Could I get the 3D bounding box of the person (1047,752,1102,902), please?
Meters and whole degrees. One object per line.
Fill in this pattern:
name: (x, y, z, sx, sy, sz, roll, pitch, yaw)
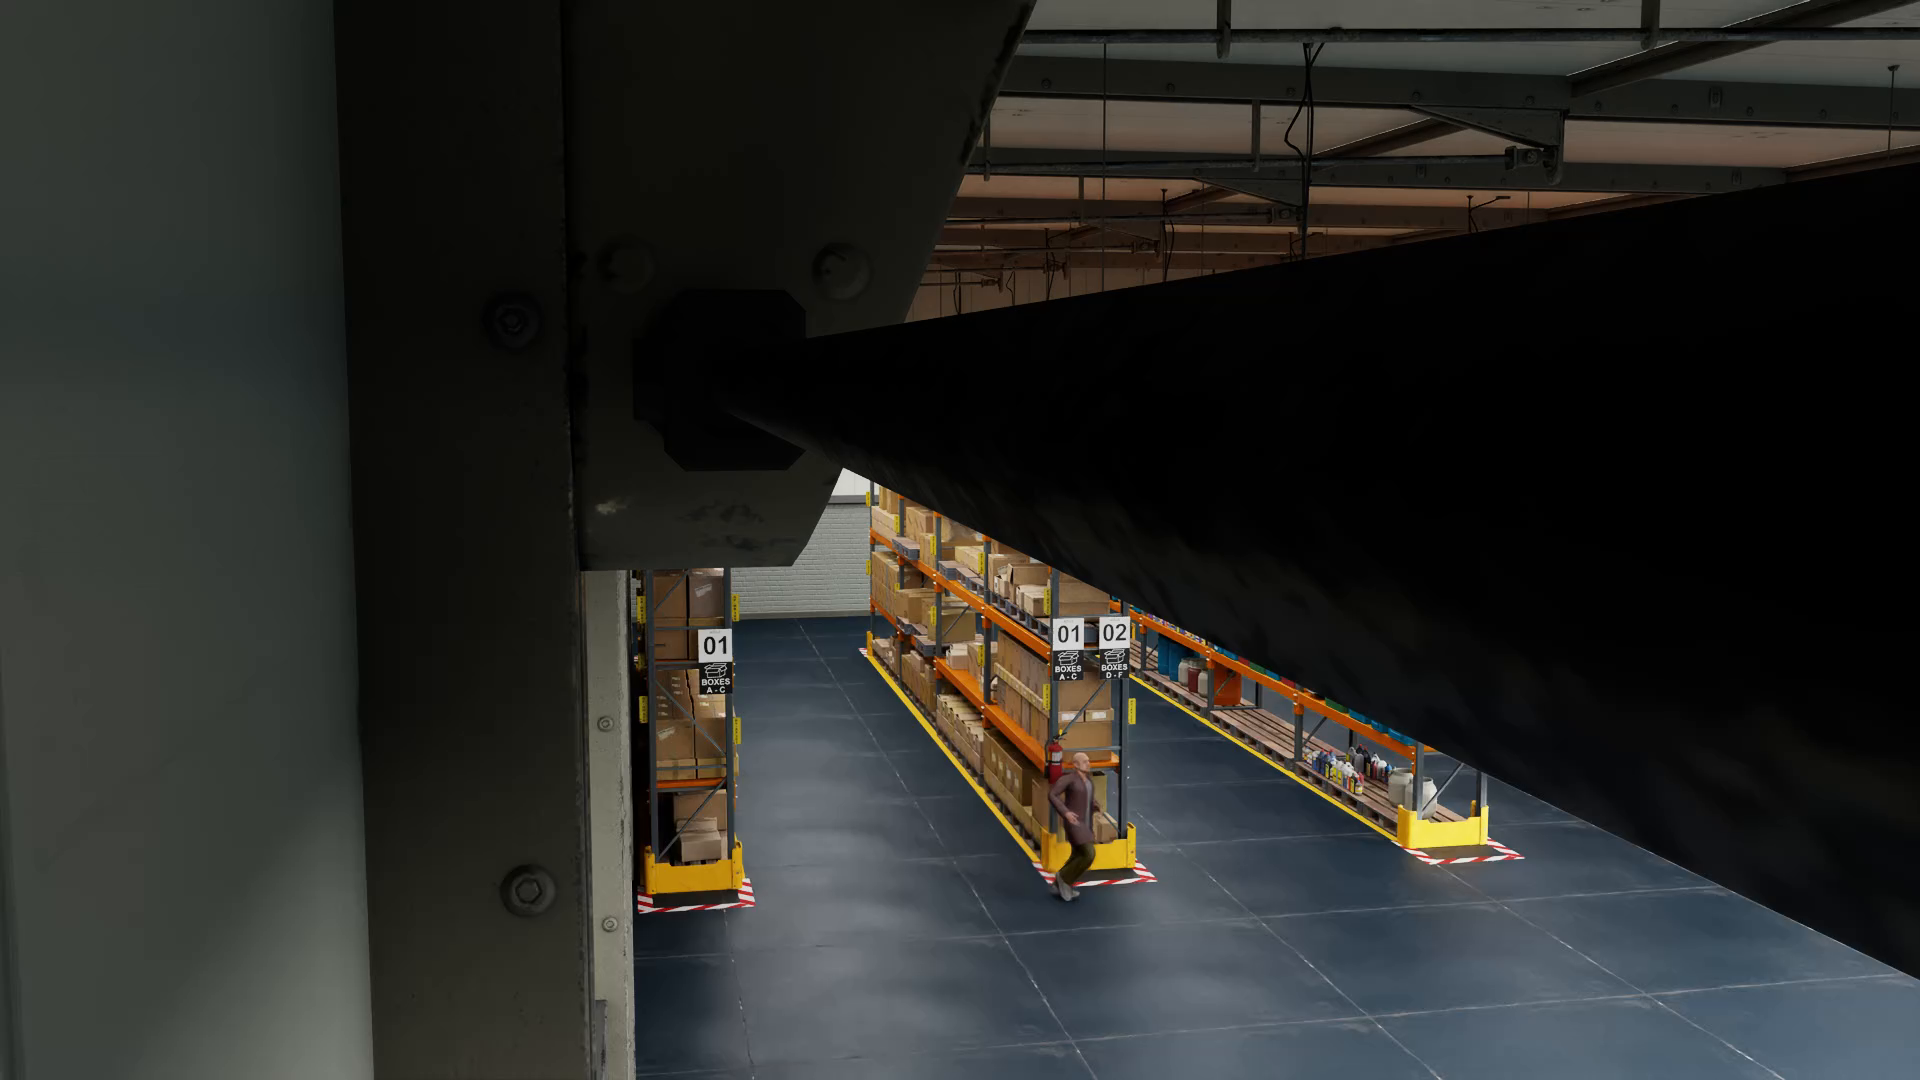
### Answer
person: (1.409, 3.400, 19.796, 0.611, 1.750, 0.738, 4, 7, 34)
